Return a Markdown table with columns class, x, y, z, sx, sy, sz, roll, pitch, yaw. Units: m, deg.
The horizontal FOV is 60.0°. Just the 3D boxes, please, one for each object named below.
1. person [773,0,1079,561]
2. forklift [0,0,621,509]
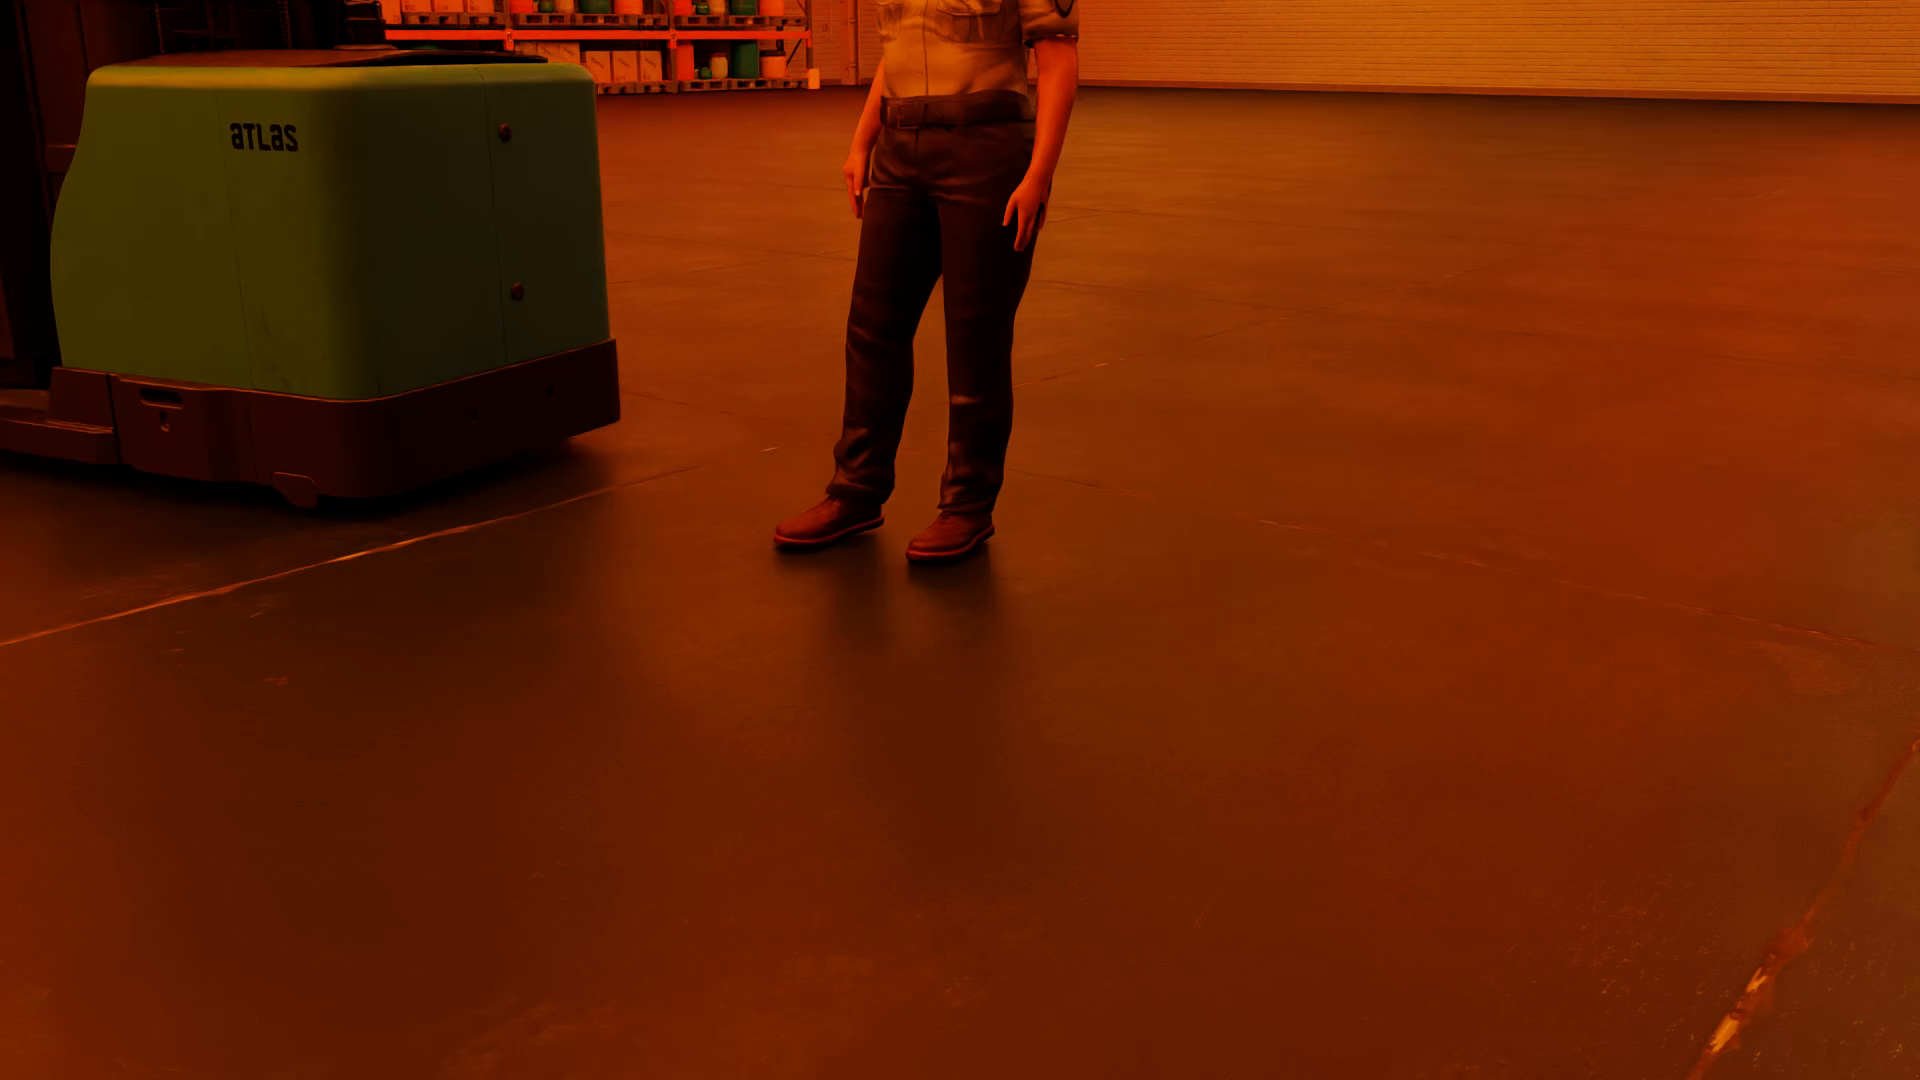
| class | x | y | z | sx | sy | sz | roll | pitch | yaw |
| --- | --- | --- | --- | --- | --- | --- | --- | --- | --- |
| person | -0.074 | -0.777 | 3.649 | 0.598 | 1.643 | 0.503 | 13 | 21 | 37 |
| forklift | -2.548 | -1.751 | 4.665 | 3.031 | 2.935 | 1.130 | 8 | 19 | 24 |
